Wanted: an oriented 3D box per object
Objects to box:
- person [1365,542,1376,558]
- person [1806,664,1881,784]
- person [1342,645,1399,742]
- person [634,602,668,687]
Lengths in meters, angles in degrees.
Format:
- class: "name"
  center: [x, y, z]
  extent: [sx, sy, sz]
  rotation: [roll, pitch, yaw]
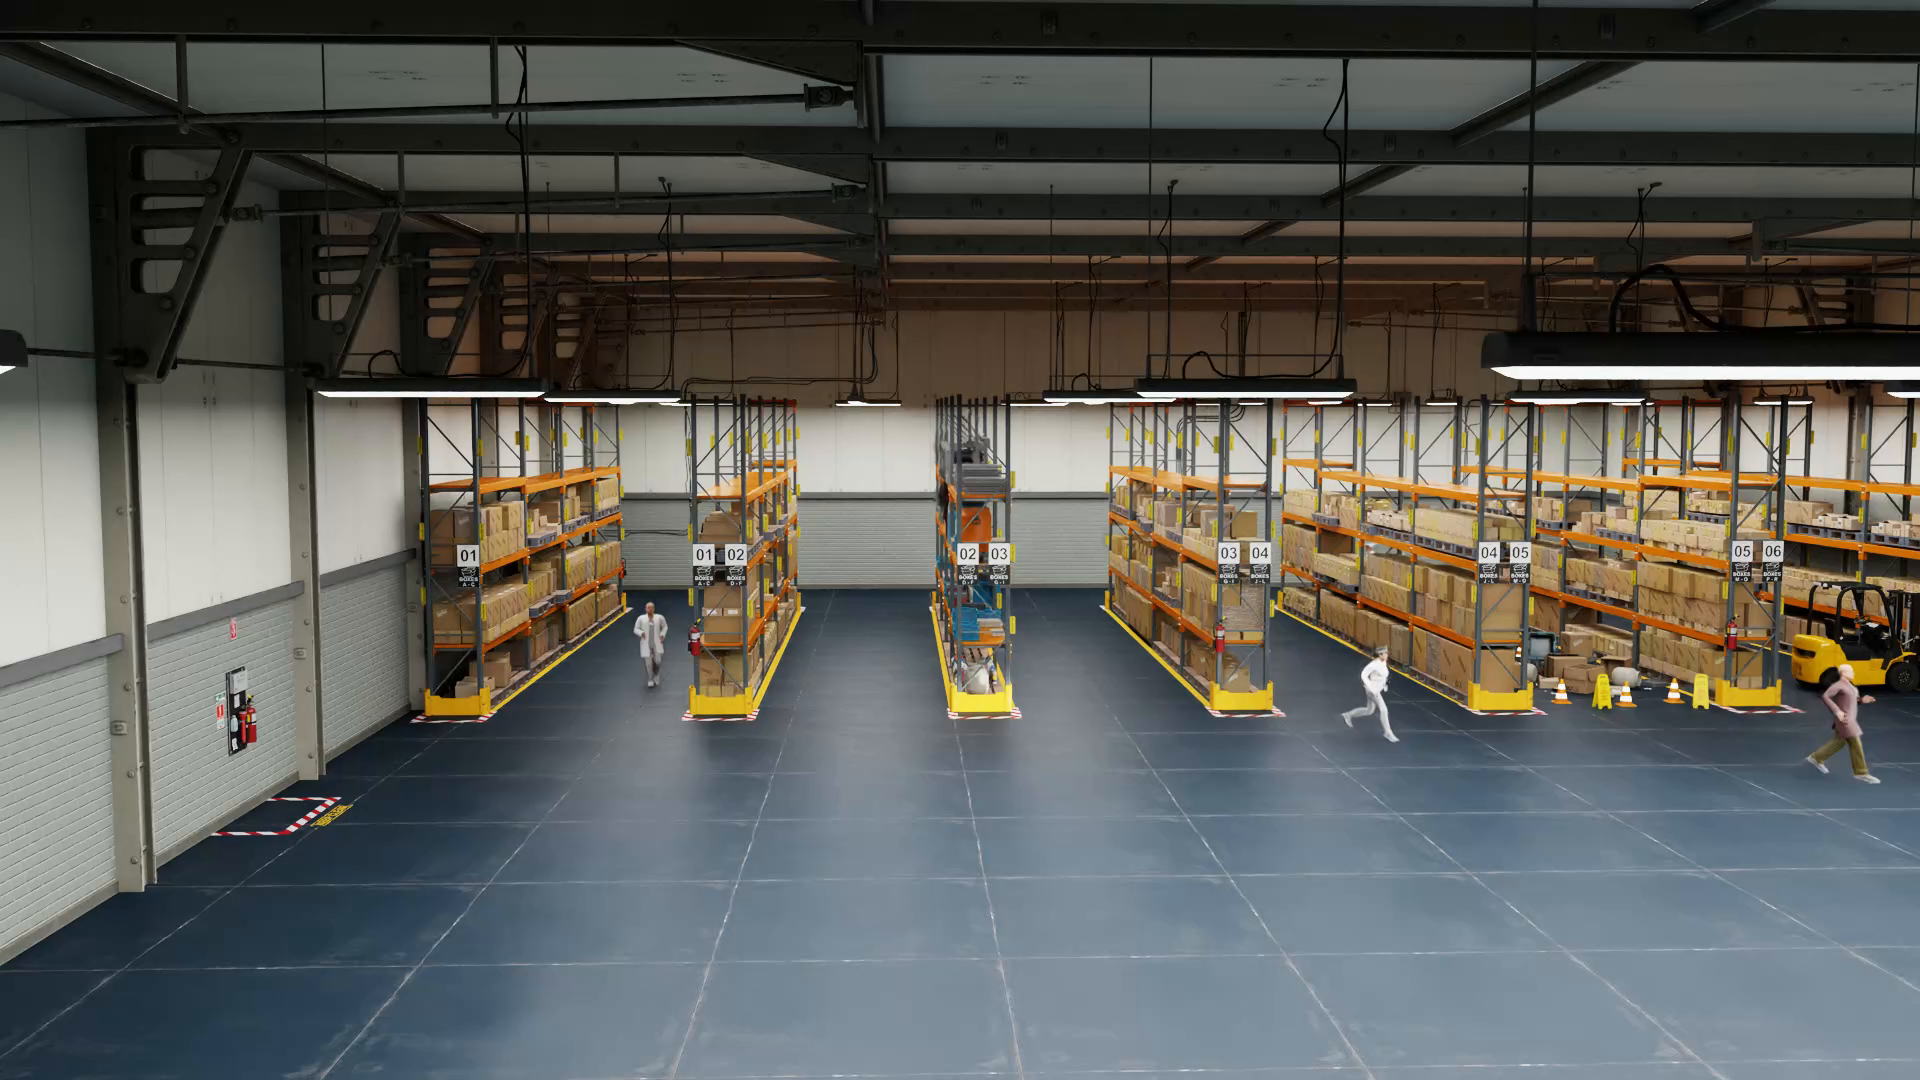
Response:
- class: "person"
  center: [12.168, 0.965, 49.135]
  extent: [0.989, 1.790, 0.670]
  rotation: [0, 5, -2]
- class: "person"
  center: [13.616, 2.791, 25.588]
  extent: [1.054, 1.775, 0.697]
  rotation: [3, 6, 37]
- class: "person"
  center: [7.139, 2.641, 28.872]
  extent: [1.010, 1.682, 0.618]
  rotation: [3, 5, 32]
- class: "person"
  center: [-6.331, 2.157, 34.148]
  extent: [0.698, 1.733, 0.630]
  rotation: [-1, 5, -15]
